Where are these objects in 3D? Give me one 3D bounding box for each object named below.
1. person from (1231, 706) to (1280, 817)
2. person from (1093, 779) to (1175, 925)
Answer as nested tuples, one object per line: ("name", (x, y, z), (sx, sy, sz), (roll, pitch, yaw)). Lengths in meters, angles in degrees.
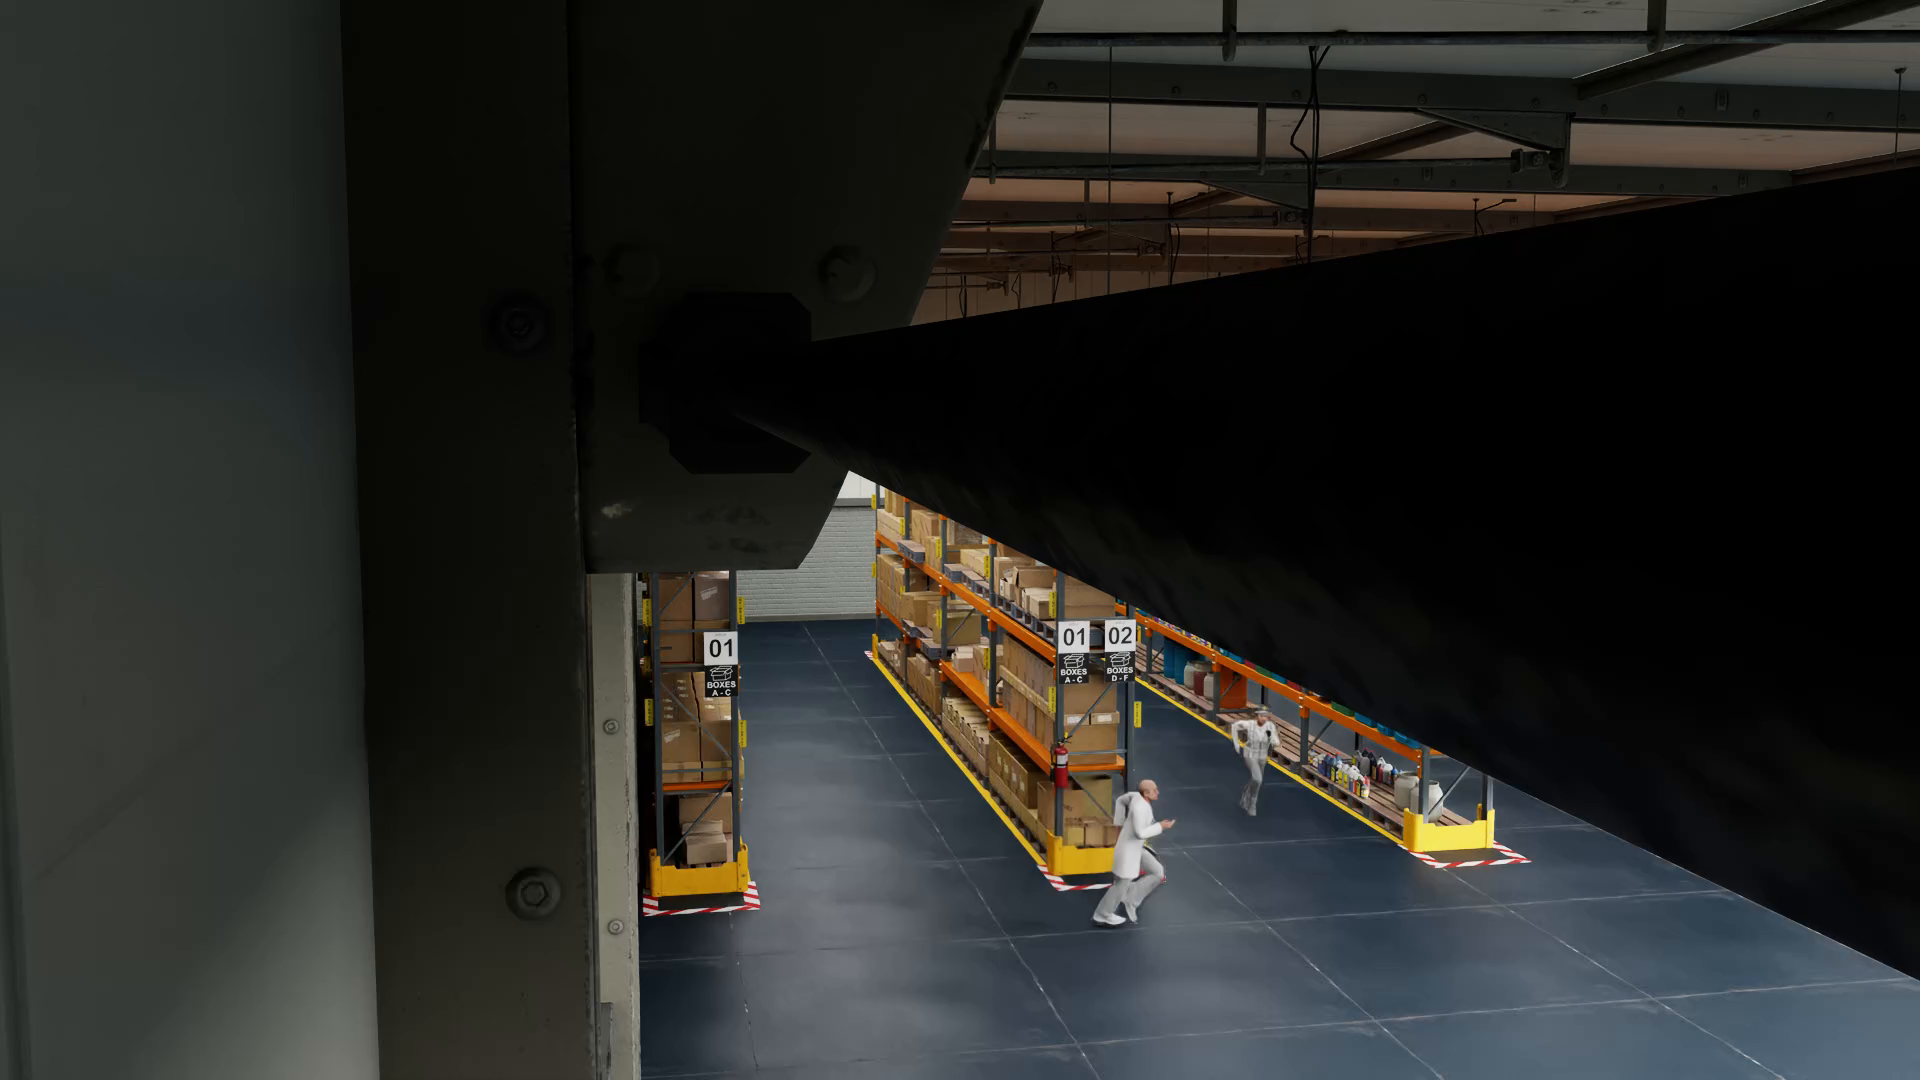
("person", (4.170, 3.091, 23.510), (0.600, 1.616, 0.862), (-2, 6, -17))
("person", (1.969, 3.530, 18.796), (0.934, 1.703, 0.680), (2, 6, 17))
